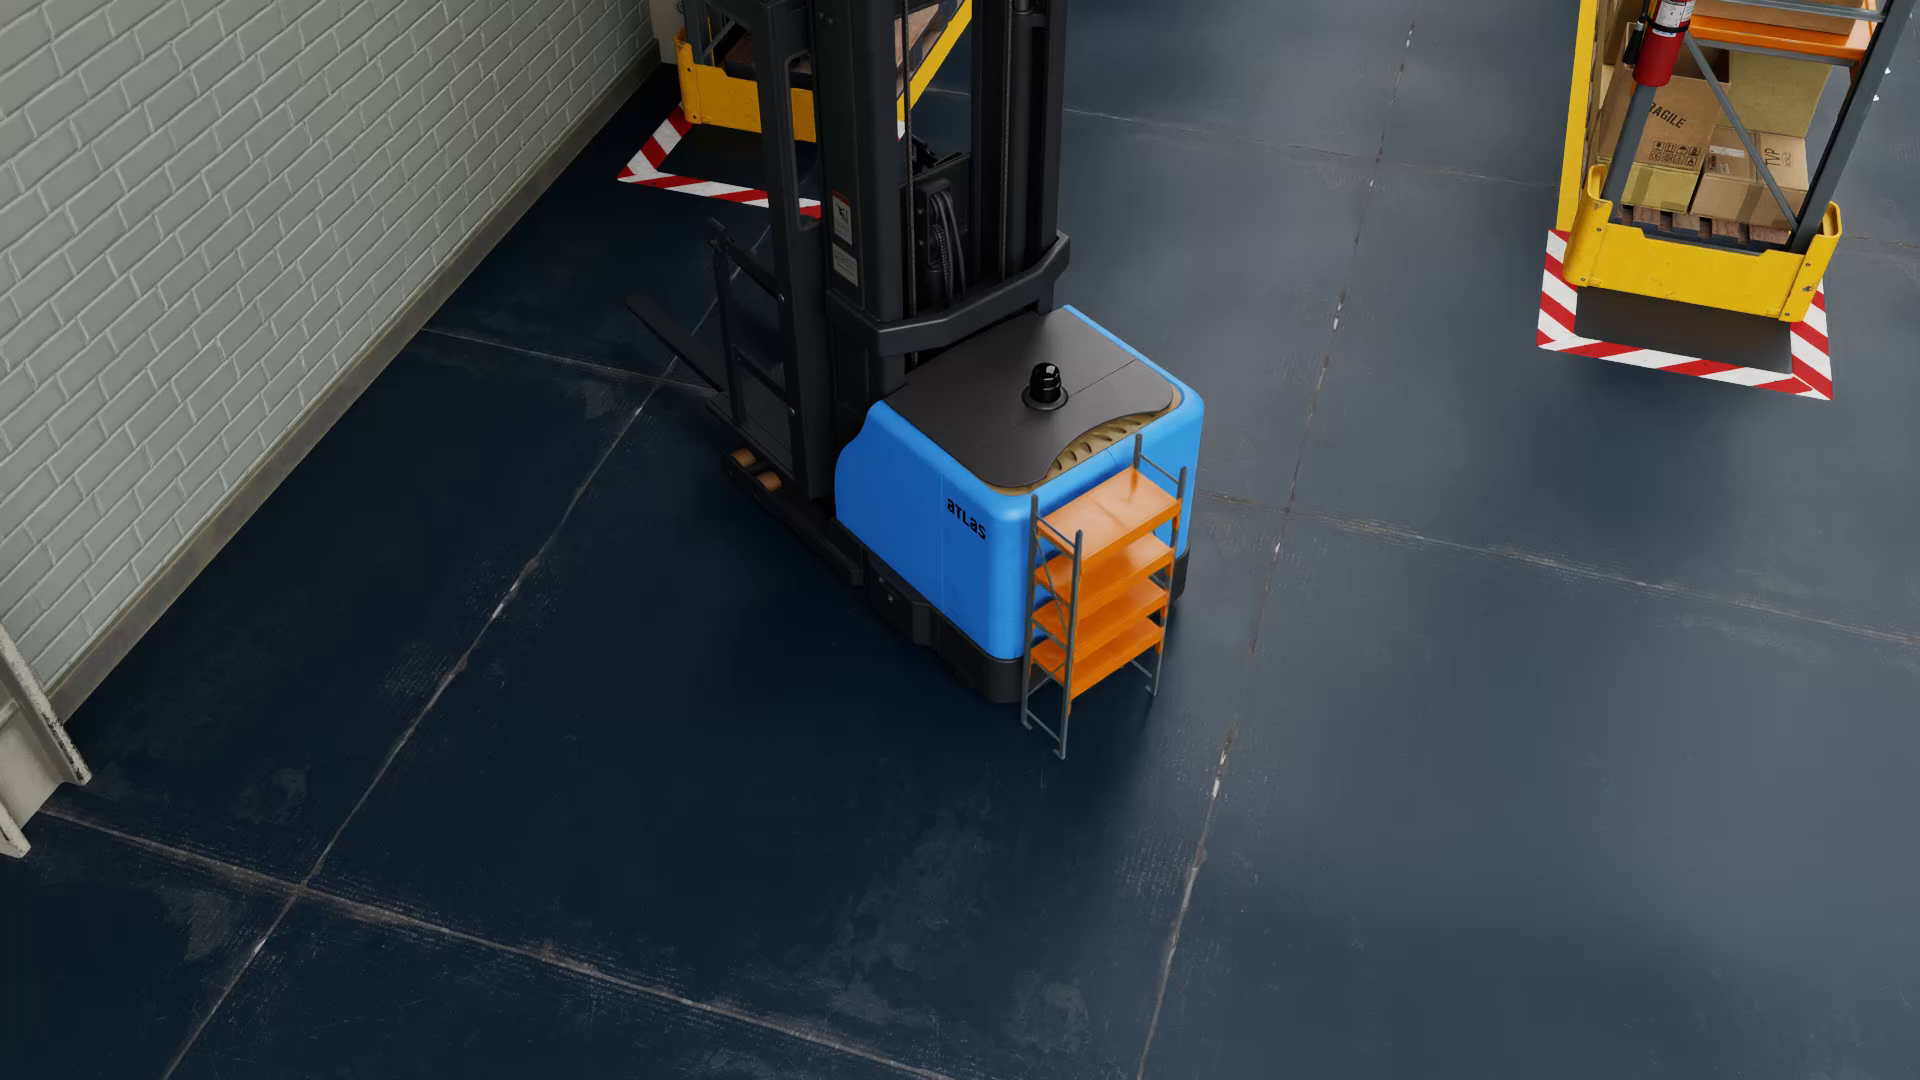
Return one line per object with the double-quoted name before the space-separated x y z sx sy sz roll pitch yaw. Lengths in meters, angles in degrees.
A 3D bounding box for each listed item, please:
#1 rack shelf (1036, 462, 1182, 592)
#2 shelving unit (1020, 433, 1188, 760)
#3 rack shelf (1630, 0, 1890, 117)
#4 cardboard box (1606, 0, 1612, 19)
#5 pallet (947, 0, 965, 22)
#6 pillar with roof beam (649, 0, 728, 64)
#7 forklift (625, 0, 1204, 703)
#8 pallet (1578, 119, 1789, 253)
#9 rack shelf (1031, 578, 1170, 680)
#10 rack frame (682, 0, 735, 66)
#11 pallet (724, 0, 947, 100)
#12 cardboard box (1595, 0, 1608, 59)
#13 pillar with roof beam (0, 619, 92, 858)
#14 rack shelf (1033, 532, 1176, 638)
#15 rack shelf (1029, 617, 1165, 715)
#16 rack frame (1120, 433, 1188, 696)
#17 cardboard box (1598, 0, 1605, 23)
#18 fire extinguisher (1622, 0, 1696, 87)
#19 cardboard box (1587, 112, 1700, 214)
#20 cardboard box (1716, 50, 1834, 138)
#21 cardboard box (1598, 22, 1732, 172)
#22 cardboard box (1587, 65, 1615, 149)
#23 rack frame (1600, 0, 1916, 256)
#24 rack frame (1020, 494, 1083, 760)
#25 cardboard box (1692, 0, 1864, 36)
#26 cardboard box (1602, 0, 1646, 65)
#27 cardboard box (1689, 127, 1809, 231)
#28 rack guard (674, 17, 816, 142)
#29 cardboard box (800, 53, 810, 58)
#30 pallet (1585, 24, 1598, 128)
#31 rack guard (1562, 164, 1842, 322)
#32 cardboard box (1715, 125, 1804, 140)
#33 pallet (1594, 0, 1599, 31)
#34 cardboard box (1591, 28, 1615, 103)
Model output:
"rack shelf" 0.508 -0.050 5.779 0.480 0.148 0.258 -30 52 -27
"shelving unit" 0.506 0.229 6.056 0.503 1.200 0.258 -30 52 -27
"rack shelf" 4.295 -3.471 9.065 1.077 0.370 4.000 13 46 13
"cardboard box" 4.009 -3.253 9.458 0.500 0.500 0.500 13 46 13
"pallet" -0.359 -3.840 10.922 1.003 0.211 1.213 13 46 13
"pillar with roof beam" 2.457 -5.324 6.155 9.100 9.000 0.400 13 46 13
"forklift" -0.399 -1.386 6.470 1.130 2.935 3.031 -30 52 -27
"pallet" 3.881 -1.917 8.957 1.003 0.211 1.213 13 46 13
"rack shelf" 0.506 0.276 6.103 0.480 0.148 0.258 -30 52 -27
"rack frame" -1.033 -3.441 8.521 1.000 3.000 0.127 13 46 13
"pallet" -0.731 -3.029 10.094 1.003 0.211 1.213 13 46 13
"cardboard box" 4.013 -2.984 9.720 0.500 0.250 0.500 13 46 13
"pillar with roof beam" 0.640 -1.324 2.068 9.100 9.000 0.400 13 46 13
"rack shelf" 0.507 0.117 5.946 0.480 0.148 0.258 -30 52 -27
"rack shelf" 0.505 0.417 6.243 0.480 0.148 0.258 -30 52 -27
"rack frame" 0.693 0.119 6.168 0.015 1.200 0.240 -30 52 -27
"cardboard box" 4.158 -3.319 10.062 0.500 0.250 0.500 13 46 13
"fire extinguisher" 3.210 -2.387 7.499 0.296 0.674 0.183 13 46 13
"cardboard box" 3.570 -1.982 8.696 0.500 0.250 0.500 13 46 13
"cardboard box" 4.213 -2.474 8.662 0.500 0.500 0.500 13 46 13
"cardboard box" 3.568 -2.251 8.434 0.500 0.500 0.500 13 46 13
"cardboard box" 3.710 -2.318 9.039 0.500 0.250 0.500 13 46 13
"rack frame" 3.689 -2.395 7.451 1.000 3.000 0.127 13 46 13
"rack frame" 0.319 0.338 5.944 0.015 1.200 0.240 -30 52 -27
"cardboard box" 3.843 -2.739 7.732 0.700 0.500 0.500 13 46 13
"cardboard box" 3.857 -2.920 9.118 0.500 0.500 0.500 13 46 13
"cardboard box" 4.063 -1.872 8.583 0.500 0.250 0.500 13 46 13
"rack guard" -1.010 -2.599 9.447 1.175 0.500 0.348 13 46 13
"cardboard box" -0.738 -3.080 9.759 0.500 0.311 0.500 8 45 8
"pallet" 4.252 -2.727 9.785 1.003 0.211 1.213 13 46 13
"rack guard" 3.682 -1.485 8.309 1.175 0.500 0.348 13 46 13
"cardboard box" 4.211 -2.206 8.925 0.500 0.250 0.500 13 46 13
"pallet" 4.620 -3.543 10.619 1.003 0.211 1.213 13 46 13
"cardboard box" 3.859 -2.652 9.380 0.500 0.250 0.500 13 46 13
